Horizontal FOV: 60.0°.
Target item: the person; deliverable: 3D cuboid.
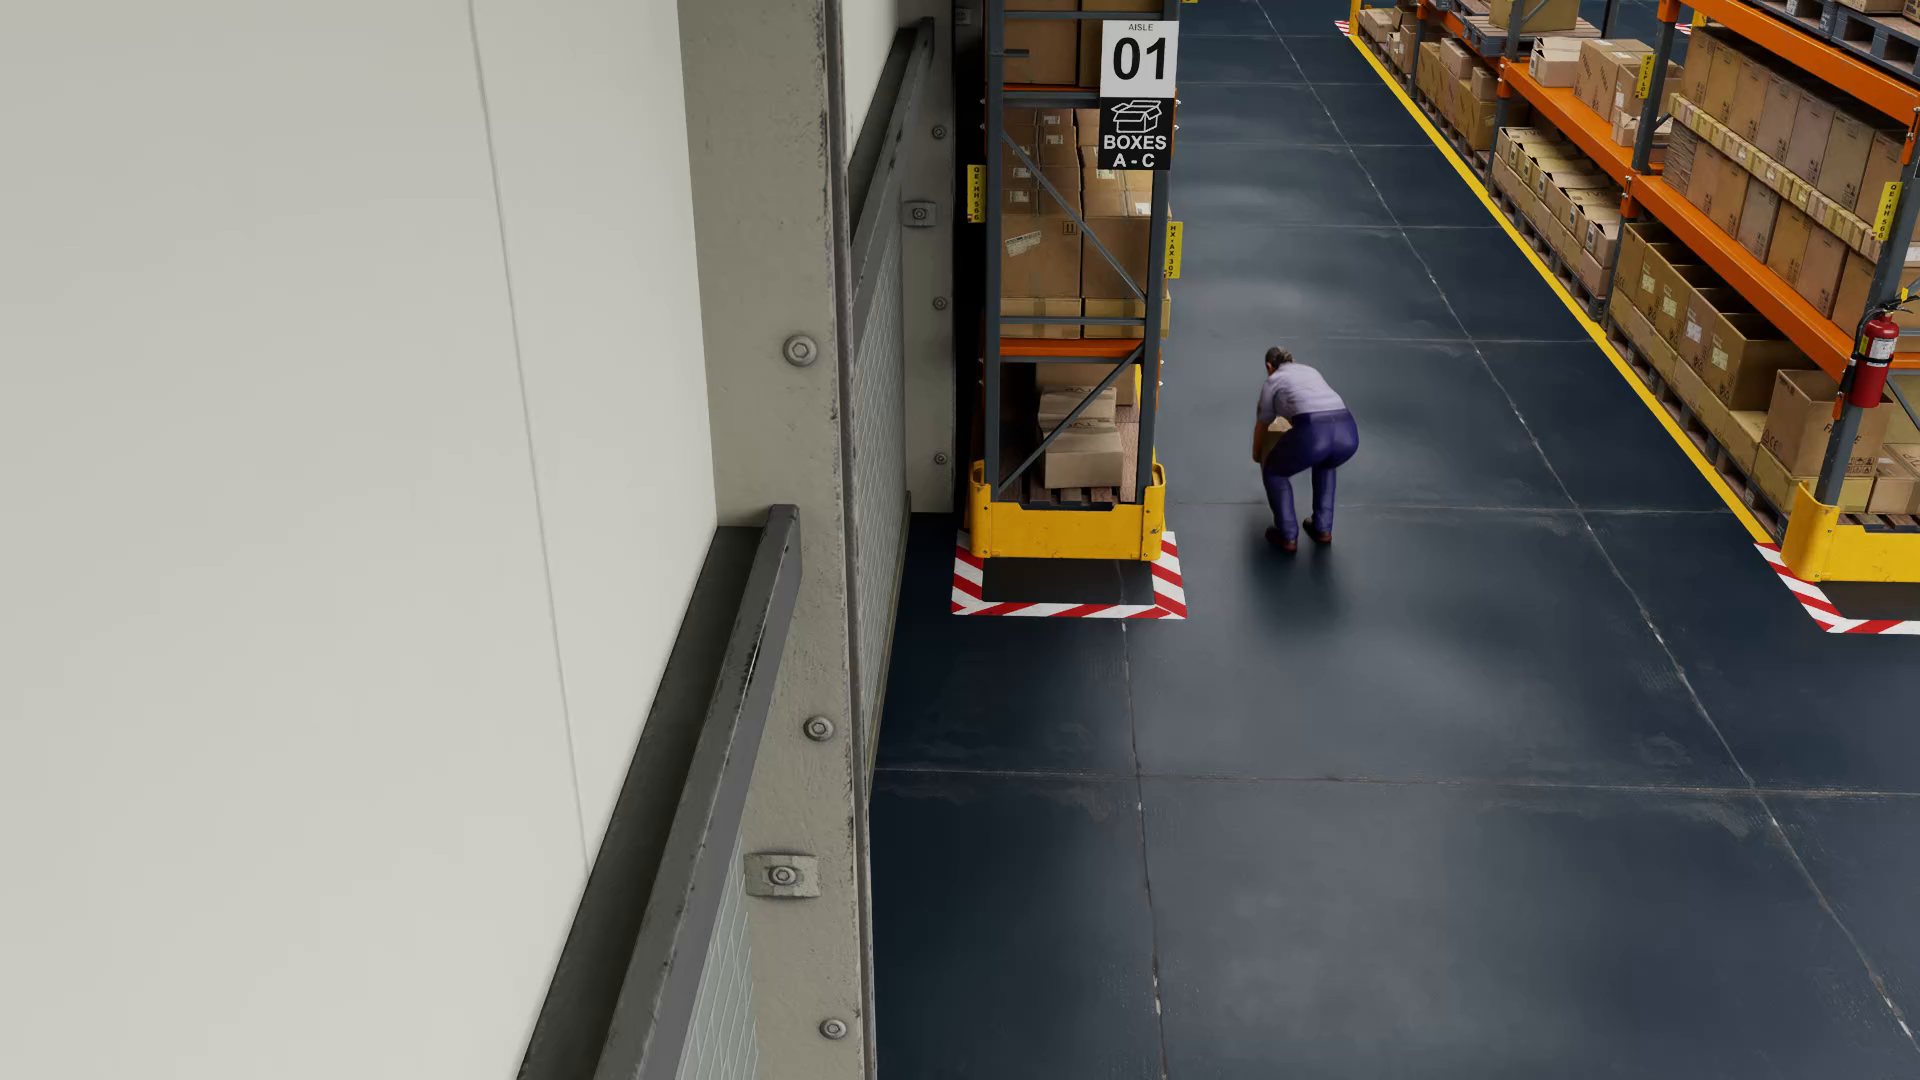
[{"bbox_3d":[2.087,-0.561,10.270,0.492,1.103,0.882,-8,29,-14],"label":"person"}]
